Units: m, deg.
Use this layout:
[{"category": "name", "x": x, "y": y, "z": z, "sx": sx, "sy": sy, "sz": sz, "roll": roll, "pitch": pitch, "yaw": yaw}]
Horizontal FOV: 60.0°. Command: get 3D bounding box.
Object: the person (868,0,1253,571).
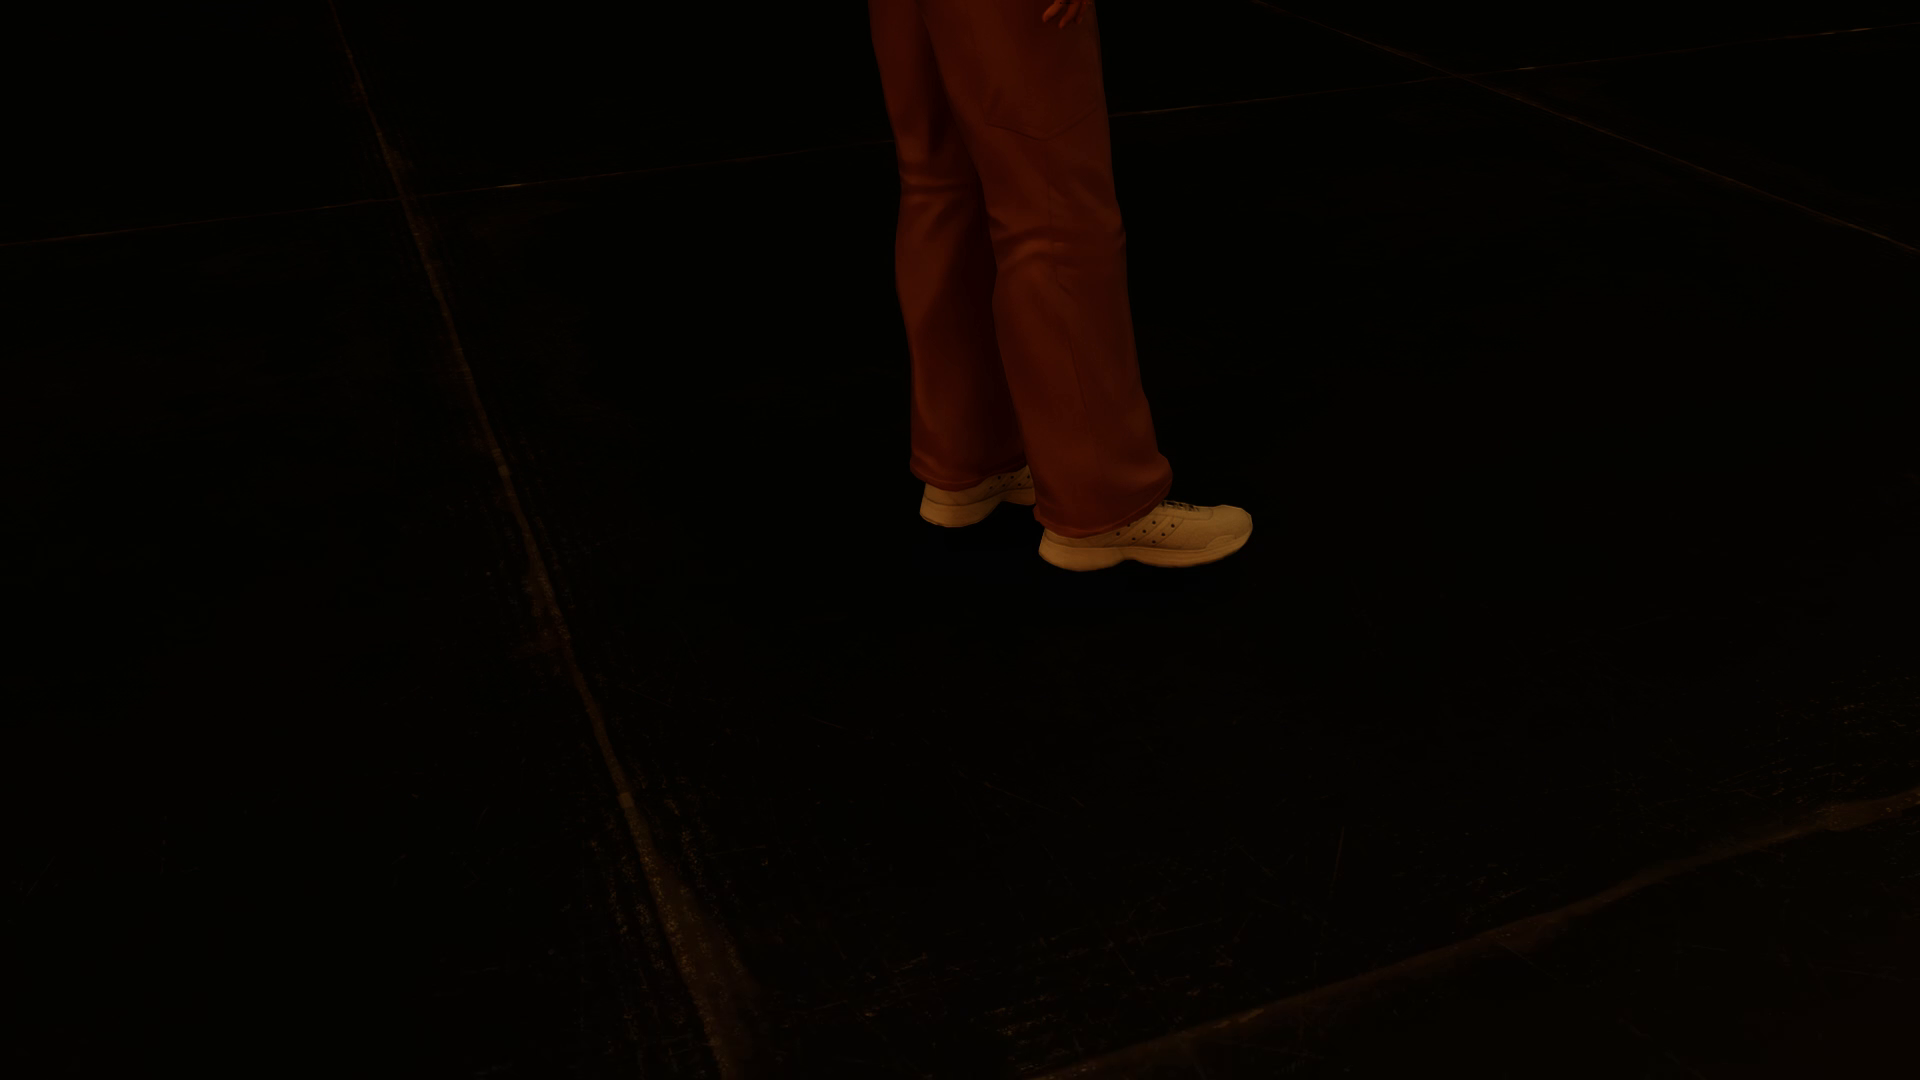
[{"category": "person", "x": 0.072, "y": -0.778, "z": 2.076, "sx": 0.548, "sy": 1.675, "sz": 0.552, "roll": -11, "pitch": 32, "yaw": -19}]
